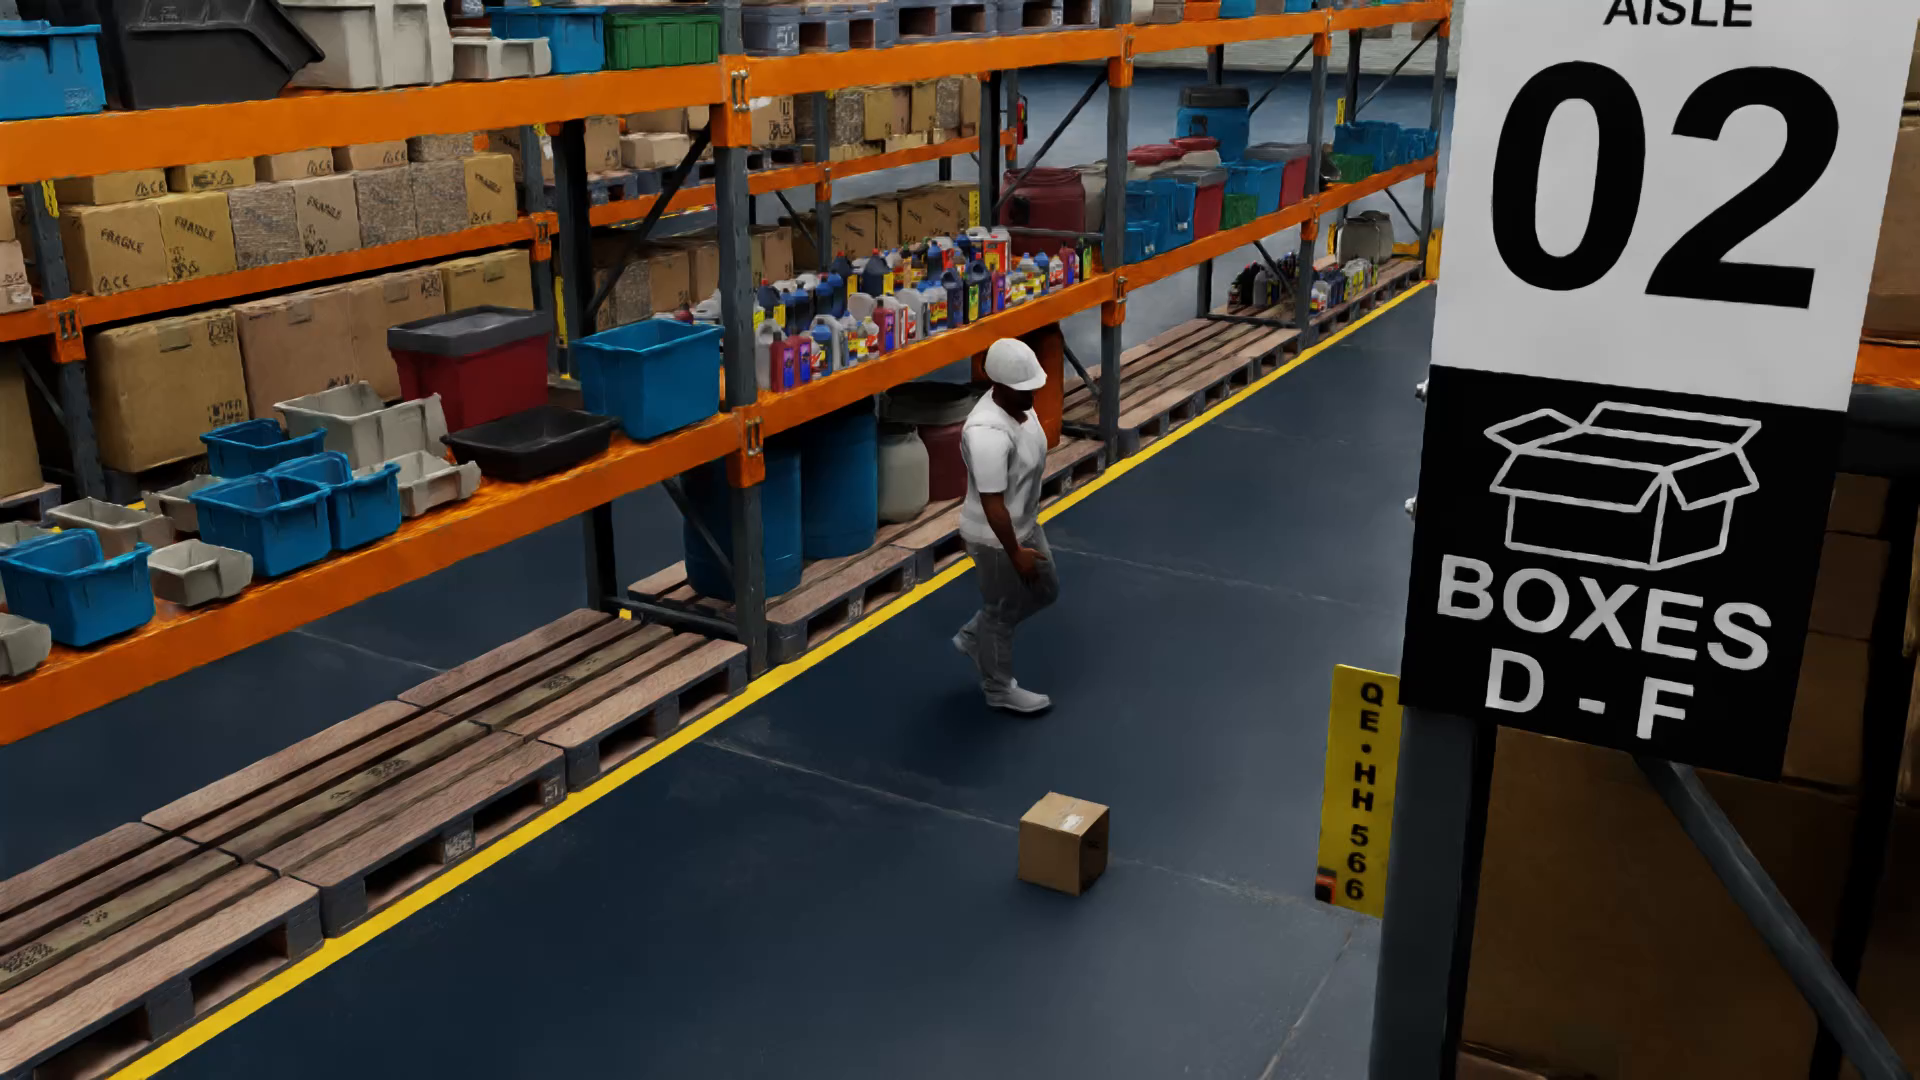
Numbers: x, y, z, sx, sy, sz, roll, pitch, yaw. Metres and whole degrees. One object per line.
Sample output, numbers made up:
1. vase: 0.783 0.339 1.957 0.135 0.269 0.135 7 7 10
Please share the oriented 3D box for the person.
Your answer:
1. person: 0.159 -0.042 7.154 0.500 1.750 0.637 5 20 13
